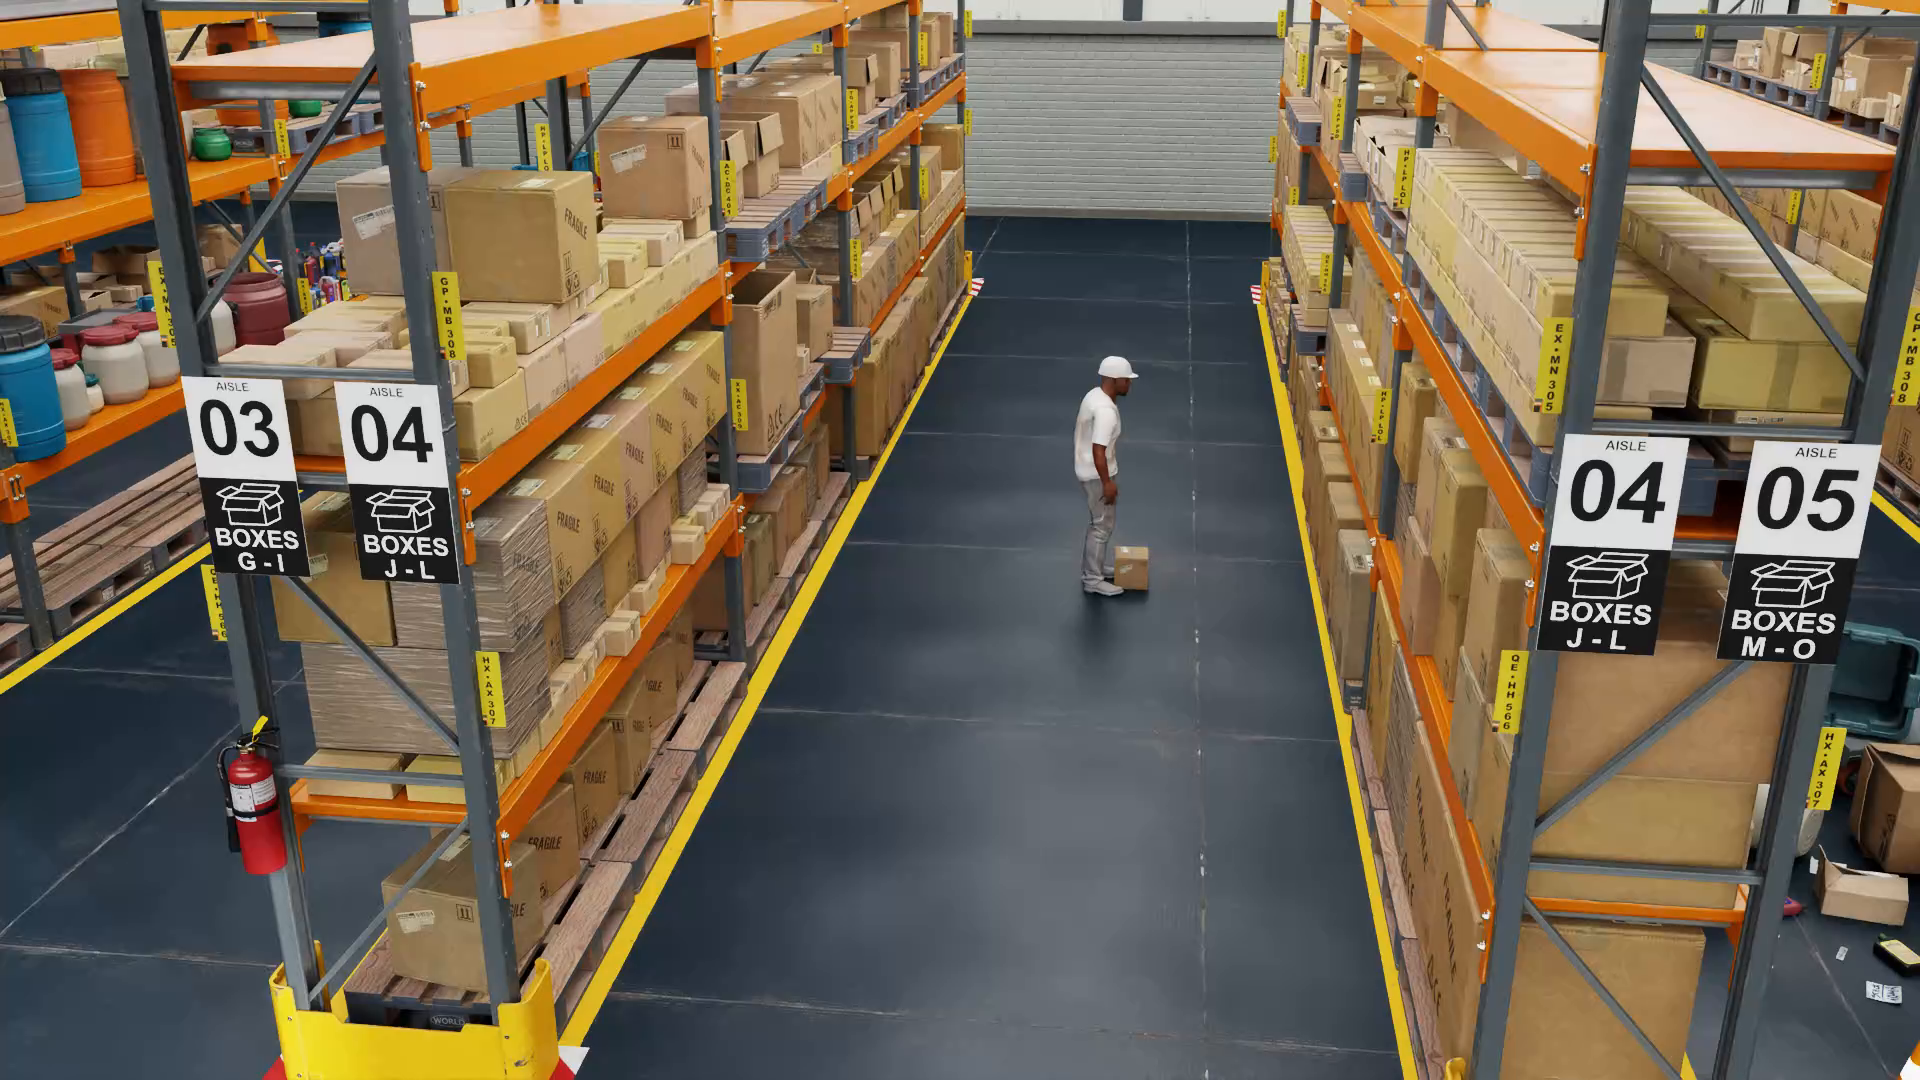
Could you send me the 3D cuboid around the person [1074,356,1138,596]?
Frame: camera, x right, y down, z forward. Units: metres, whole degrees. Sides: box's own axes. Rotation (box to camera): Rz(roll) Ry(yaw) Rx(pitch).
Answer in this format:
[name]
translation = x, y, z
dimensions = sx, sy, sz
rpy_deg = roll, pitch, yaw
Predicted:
[person]
translation = 1.070, -0.501, 12.363
dimensions = 0.454, 1.757, 0.635
rpy_deg = 1, 21, 4
